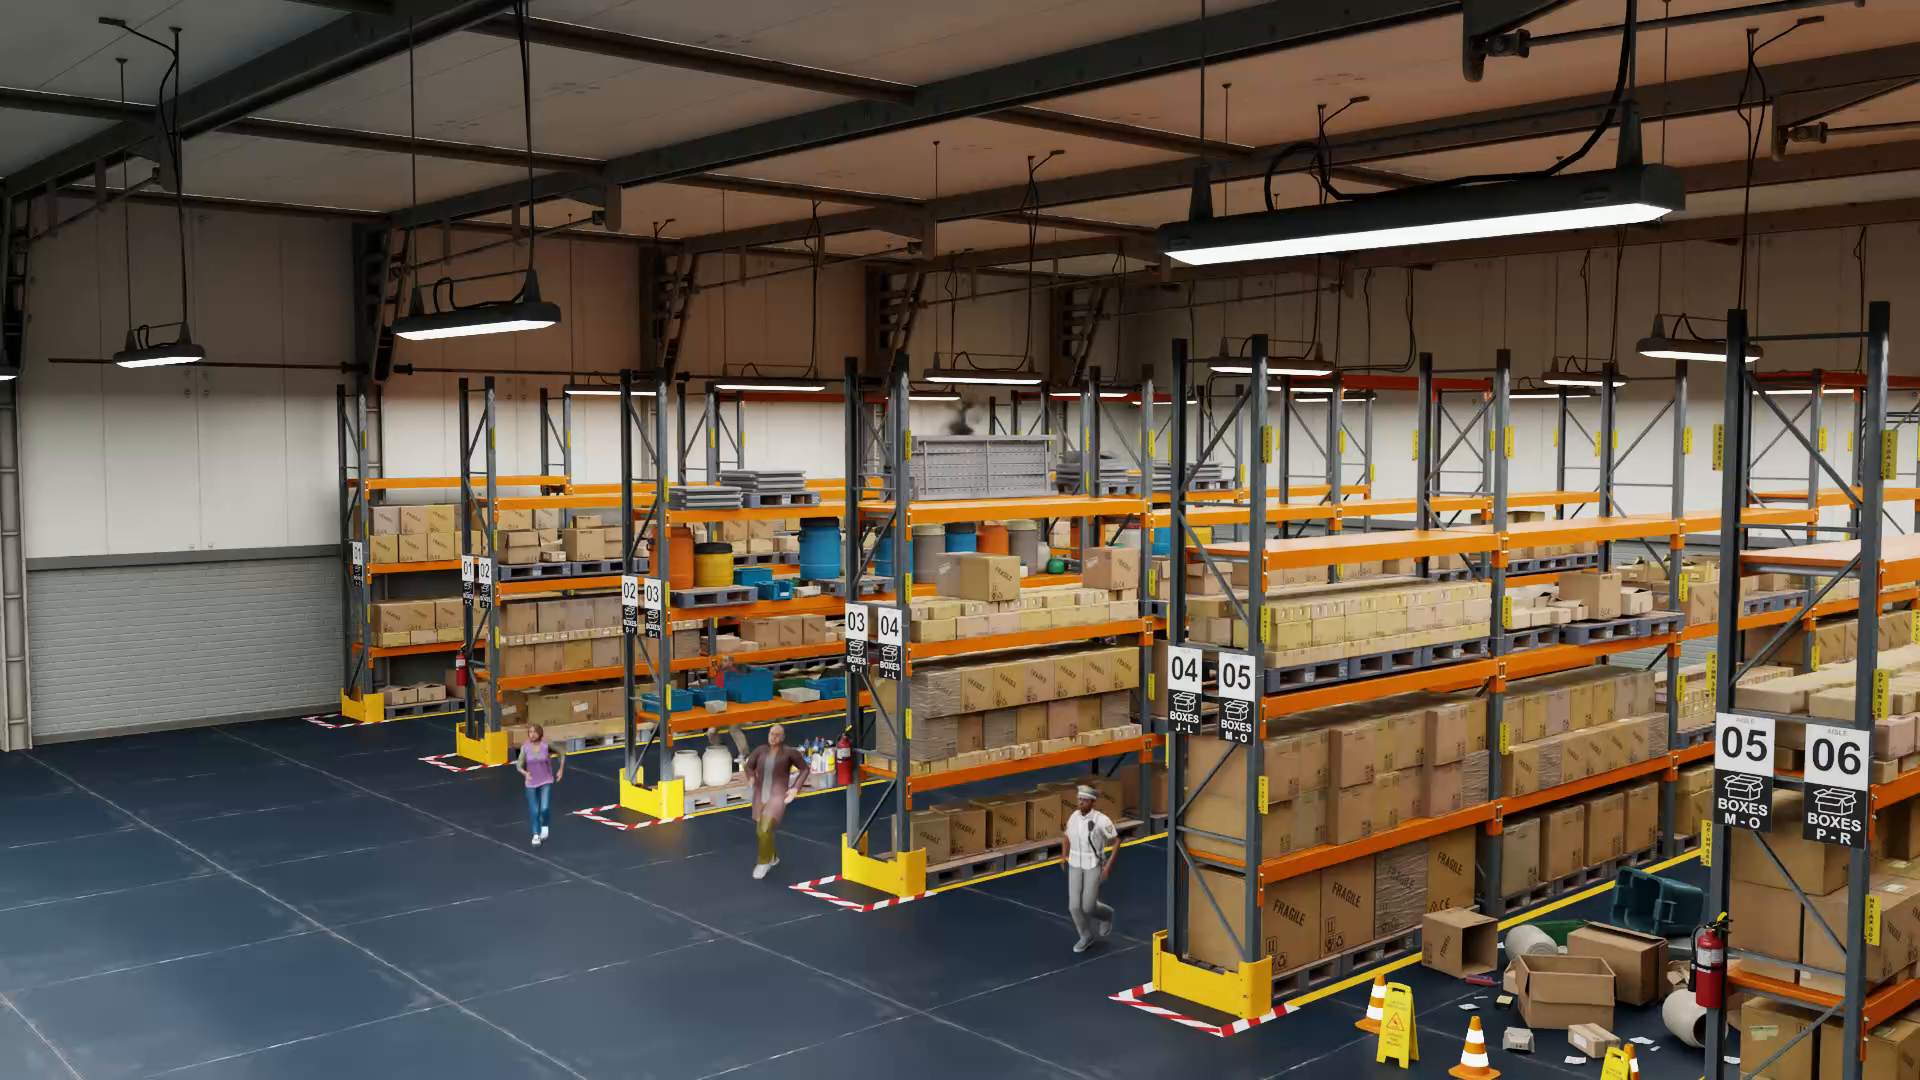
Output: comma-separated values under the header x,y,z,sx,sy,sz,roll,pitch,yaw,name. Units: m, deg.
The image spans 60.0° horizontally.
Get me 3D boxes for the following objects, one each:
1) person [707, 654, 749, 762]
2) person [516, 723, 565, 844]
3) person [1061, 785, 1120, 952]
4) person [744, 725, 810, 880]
x,y,z,sx,sy,sz,roll,pitch,yaw,name
-3.578,2.640,25.520,0.634,1.803,0.773,3,5,34,person
-5.188,3.030,20.557,0.562,1.554,0.720,0,4,-5,person
1.294,3.252,16.599,0.616,1.661,0.590,2,4,33,person
-2.163,3.023,19.233,0.744,1.783,0.731,2,4,23,person
